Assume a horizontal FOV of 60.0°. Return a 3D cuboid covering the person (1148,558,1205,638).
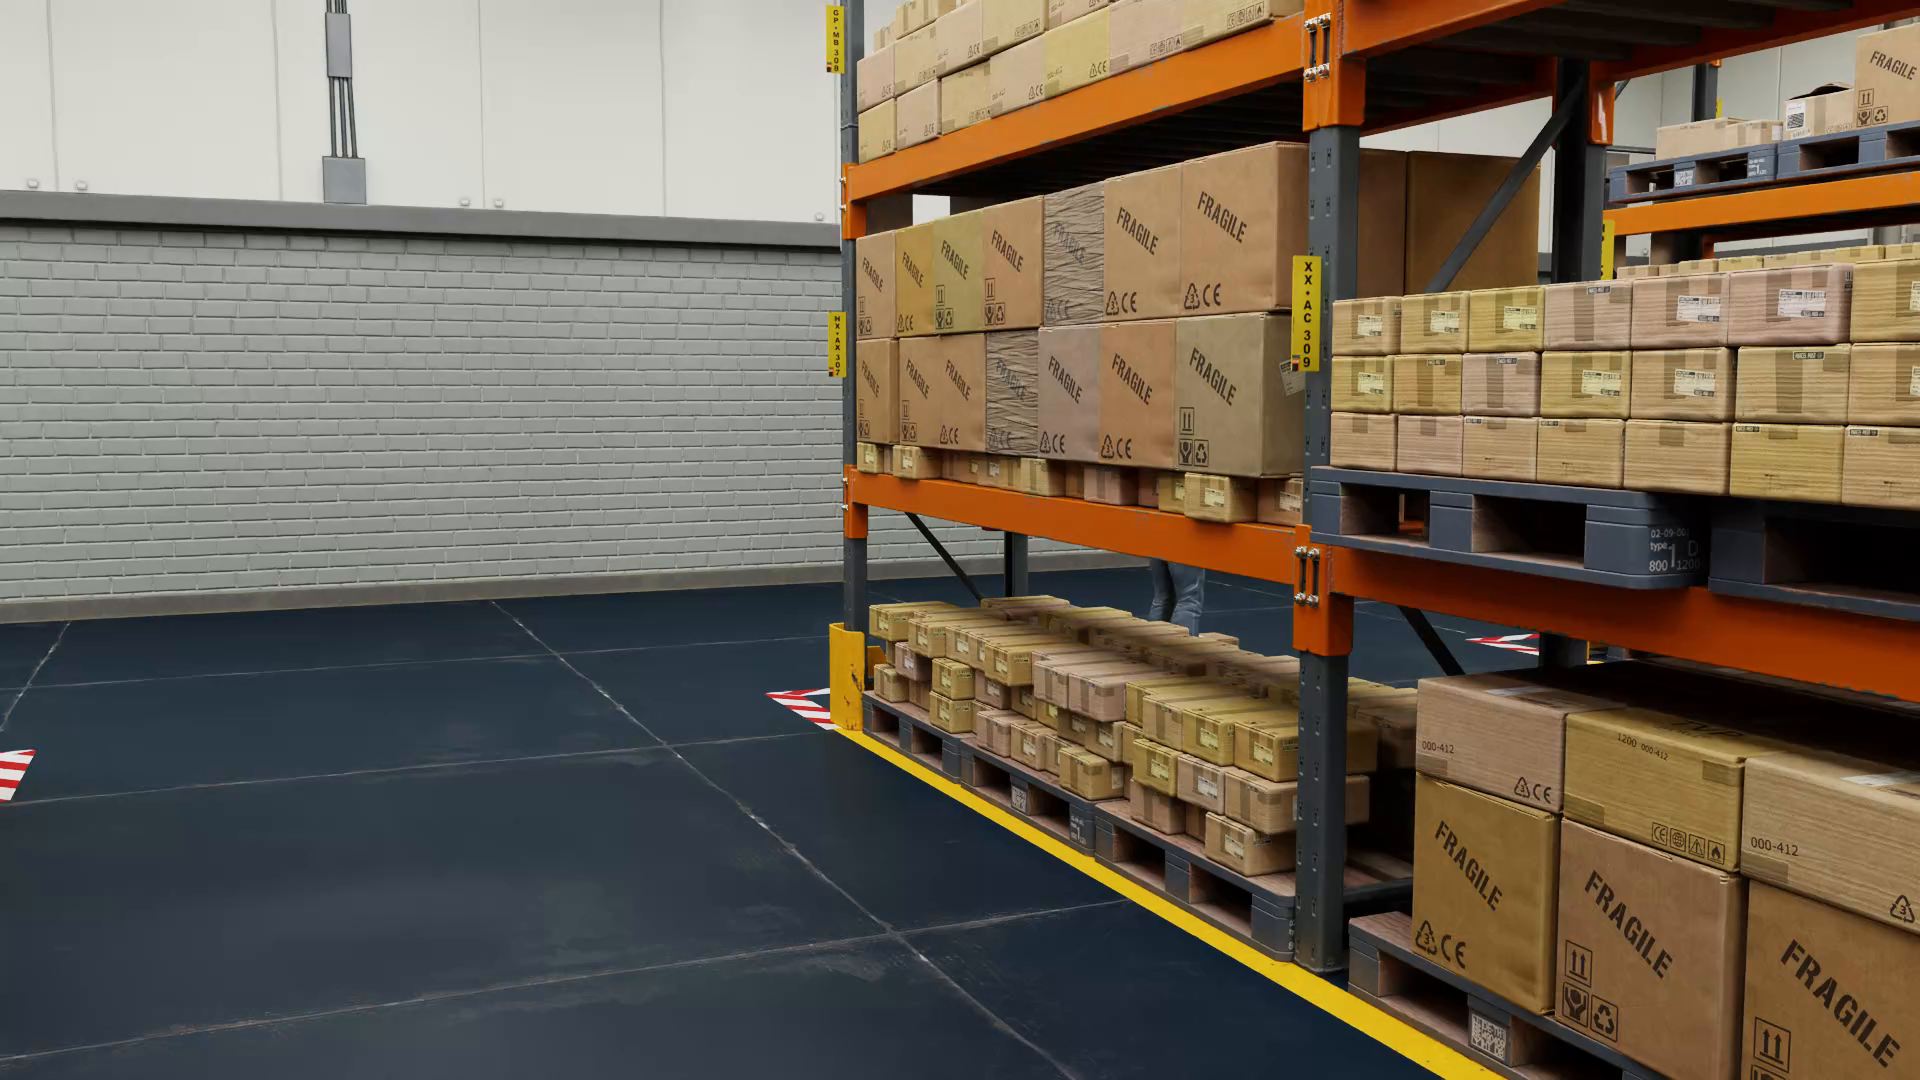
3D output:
[{"bbox_3d":[1.262,-0.047,9.673,0.455,1.761,0.635,-3,6,-27],"label":"person"}]
